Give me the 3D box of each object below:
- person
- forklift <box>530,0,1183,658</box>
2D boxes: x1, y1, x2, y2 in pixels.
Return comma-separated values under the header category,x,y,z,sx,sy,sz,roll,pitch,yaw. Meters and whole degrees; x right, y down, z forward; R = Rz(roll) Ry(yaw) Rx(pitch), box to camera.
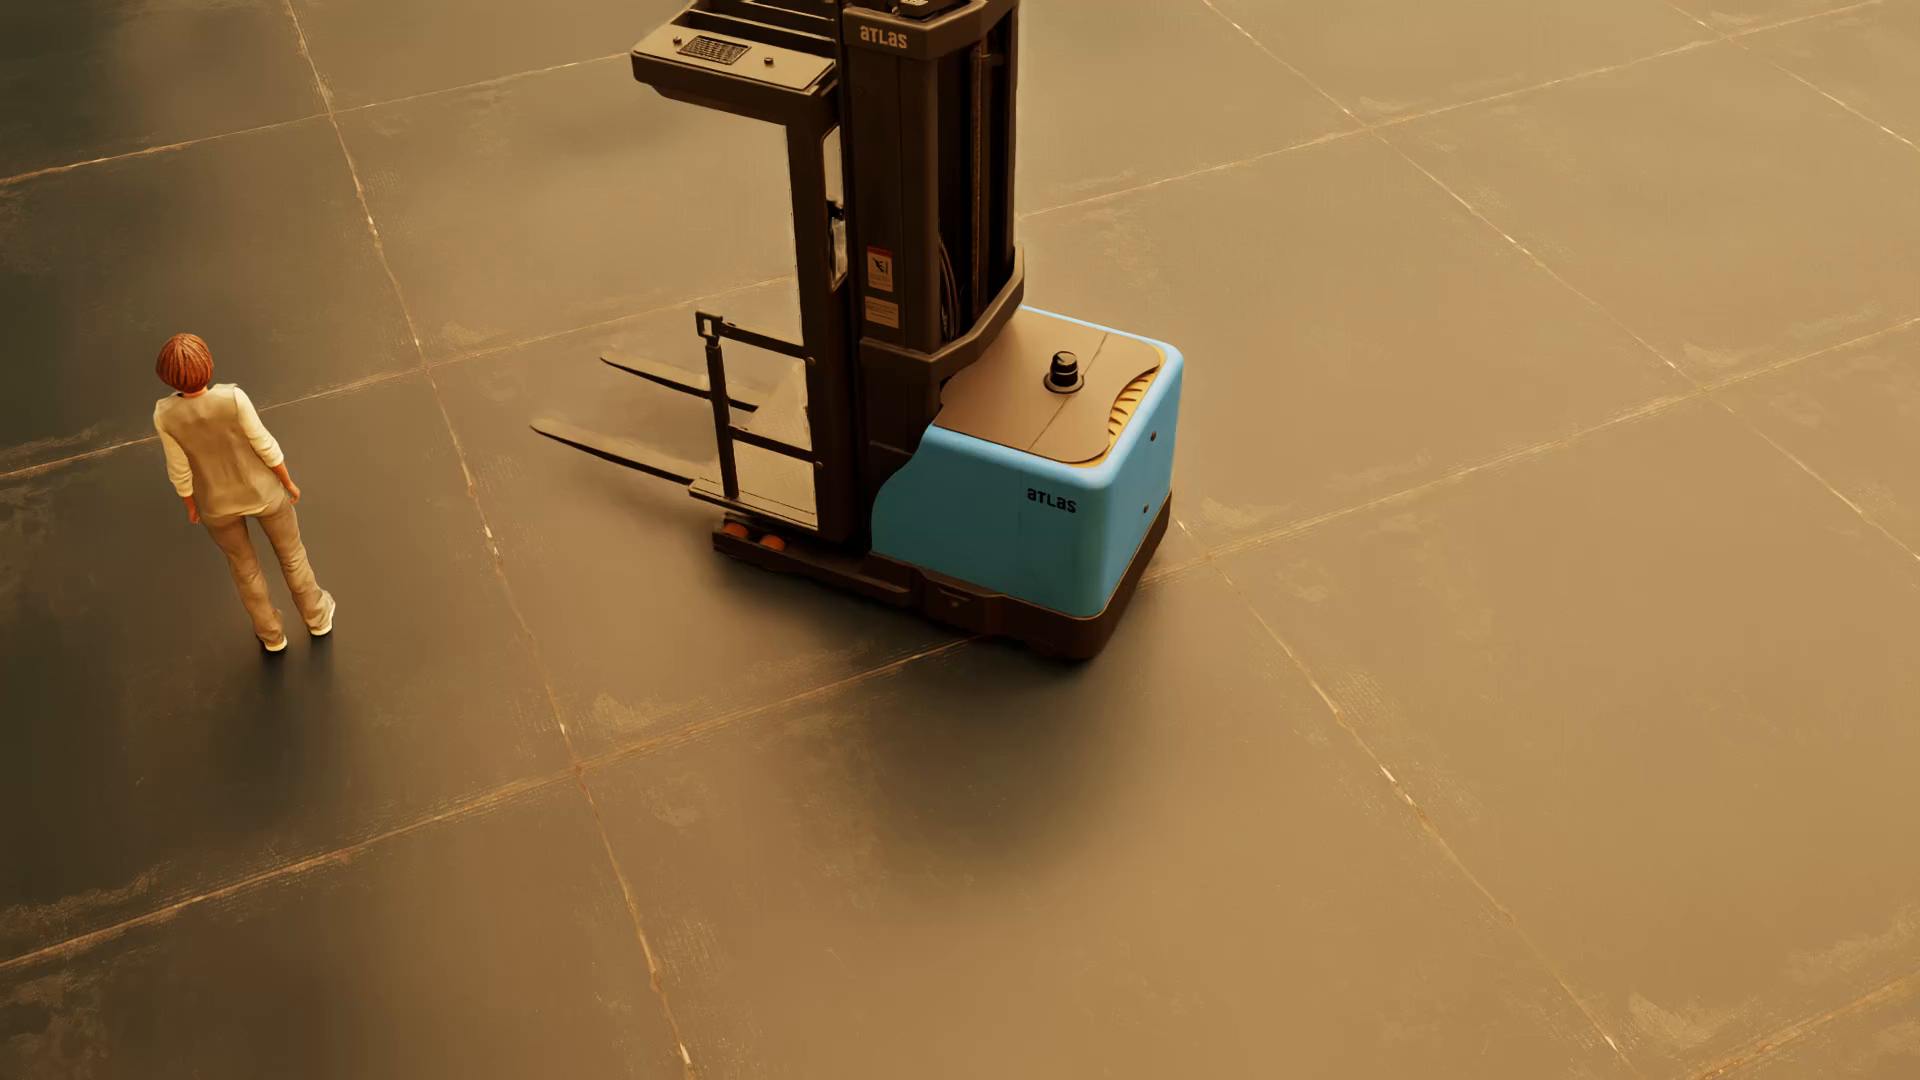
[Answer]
category,x,y,z,sx,sy,sz,roll,pitch,yaw
person,-2.966,-0.178,6.871,0.444,1.569,0.329,-15,45,-15
forklift,-0.585,-1.241,7.009,3.031,2.935,1.130,17,46,18
